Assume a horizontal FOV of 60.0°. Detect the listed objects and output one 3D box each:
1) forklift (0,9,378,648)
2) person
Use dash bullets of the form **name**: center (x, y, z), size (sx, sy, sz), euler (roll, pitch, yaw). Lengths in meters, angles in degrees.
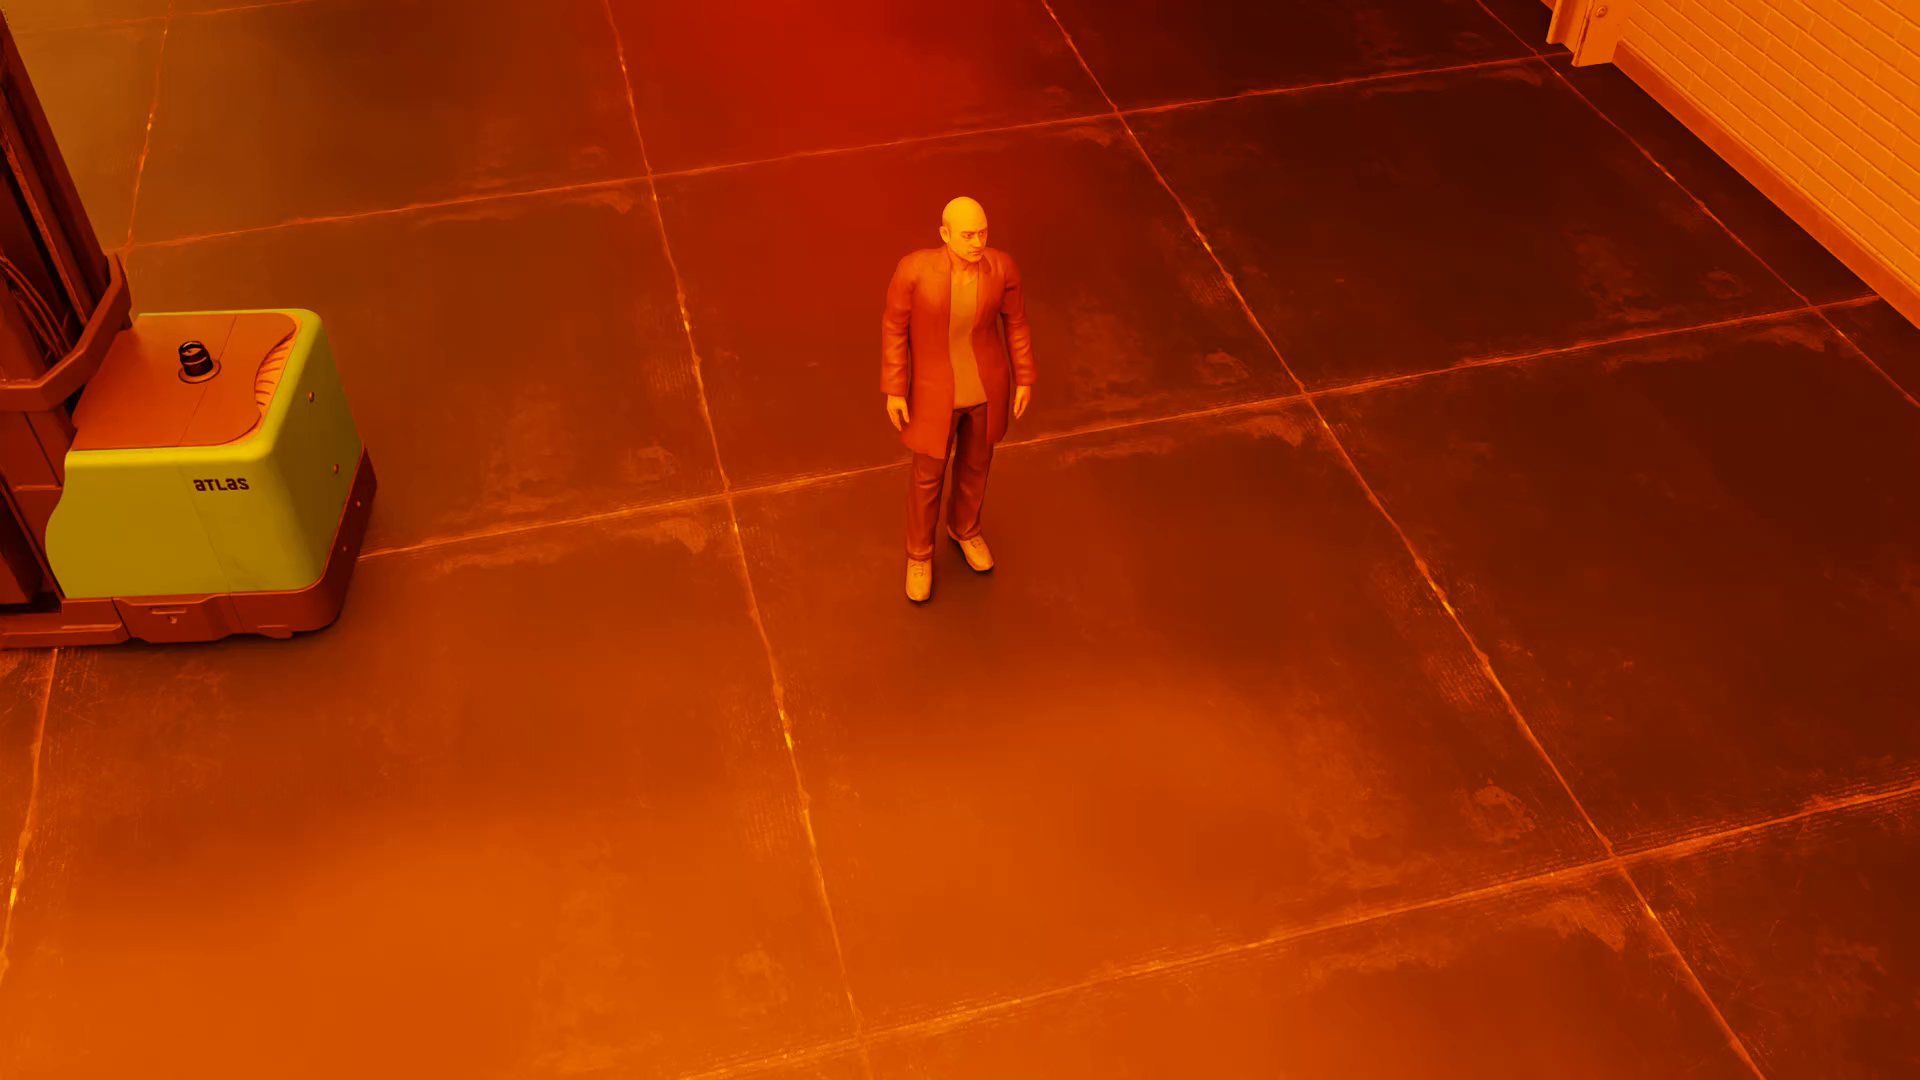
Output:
- **forklift**: center (-4.274, -0.924, 6.623), size (3.031, 2.935, 1.130), euler (-2, 43, -2)
- **person**: center (0.019, -0.590, 7.099), size (0.696, 1.775, 0.582), euler (-10, 44, -11)
